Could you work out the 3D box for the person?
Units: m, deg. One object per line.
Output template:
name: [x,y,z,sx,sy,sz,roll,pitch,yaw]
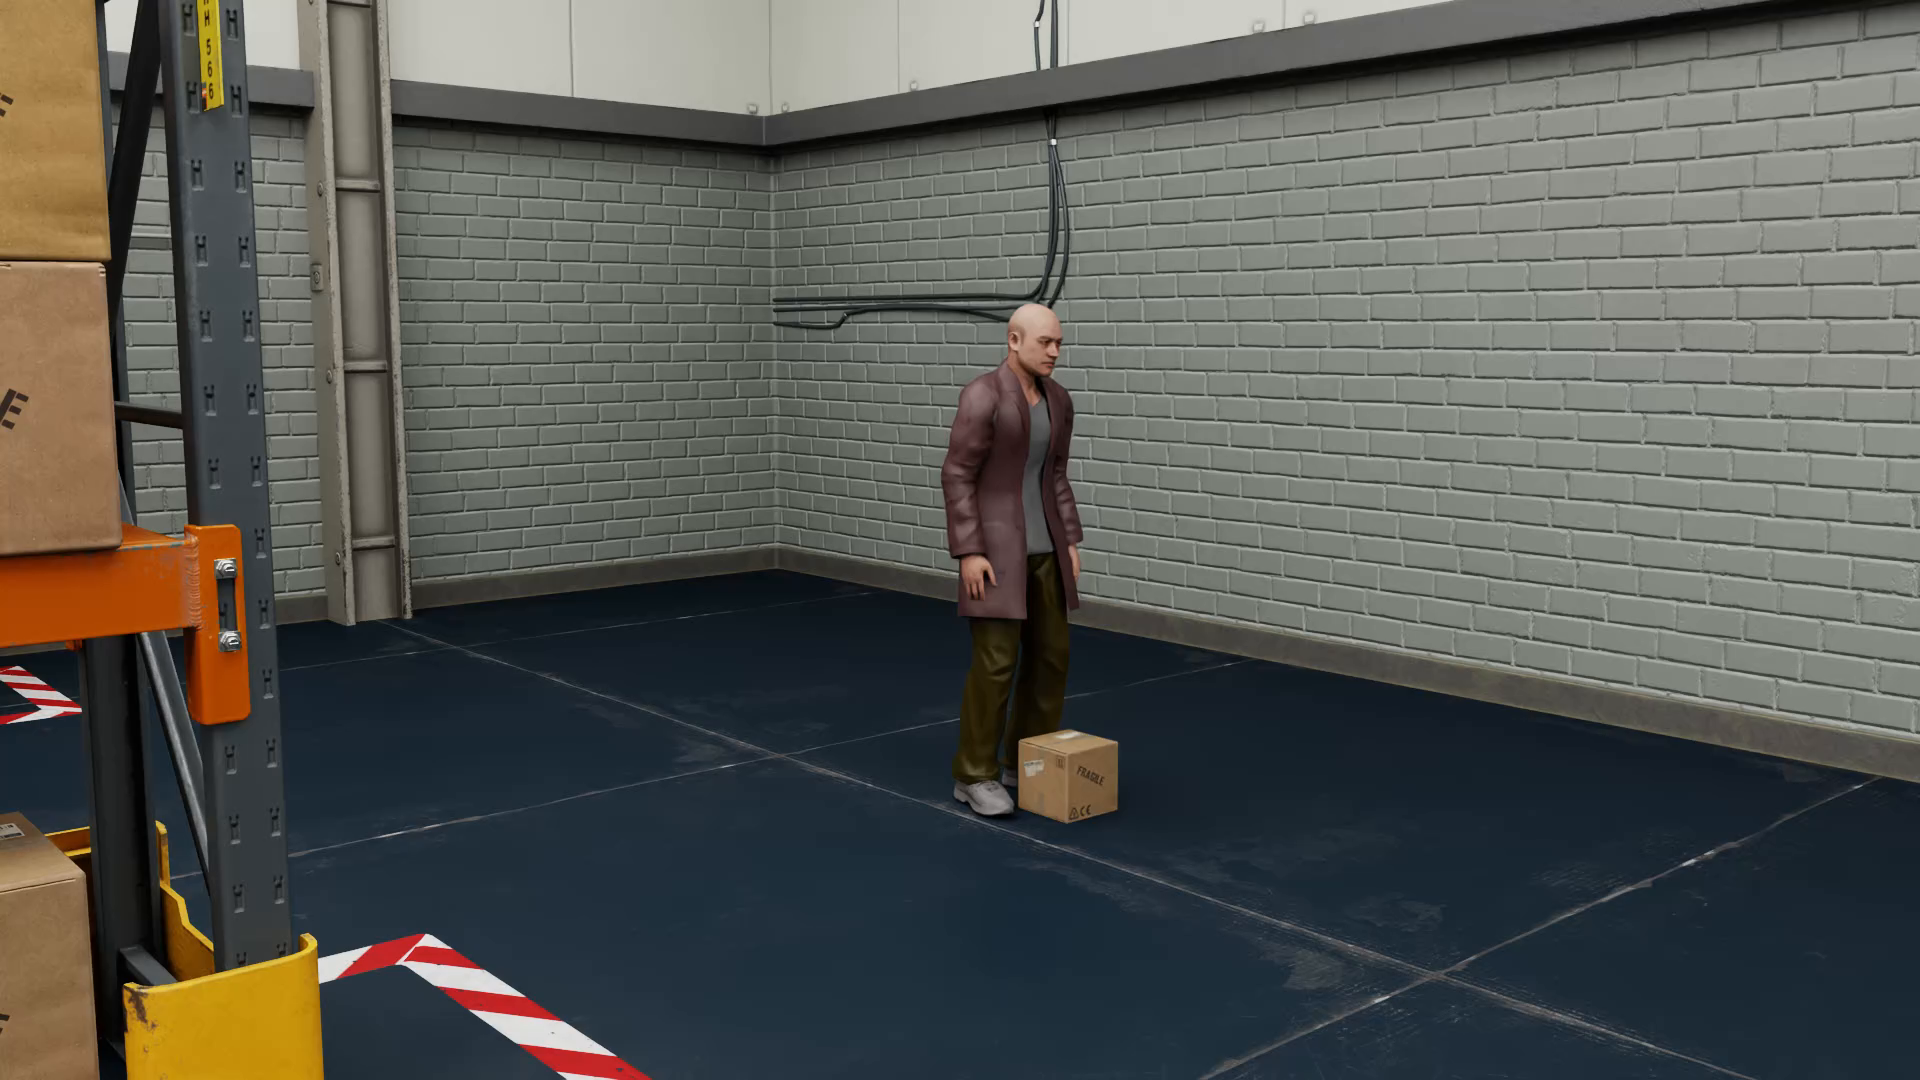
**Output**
person: [0.210,0.051,5.939,0.633,1.773,0.427,-7,10,-43]
